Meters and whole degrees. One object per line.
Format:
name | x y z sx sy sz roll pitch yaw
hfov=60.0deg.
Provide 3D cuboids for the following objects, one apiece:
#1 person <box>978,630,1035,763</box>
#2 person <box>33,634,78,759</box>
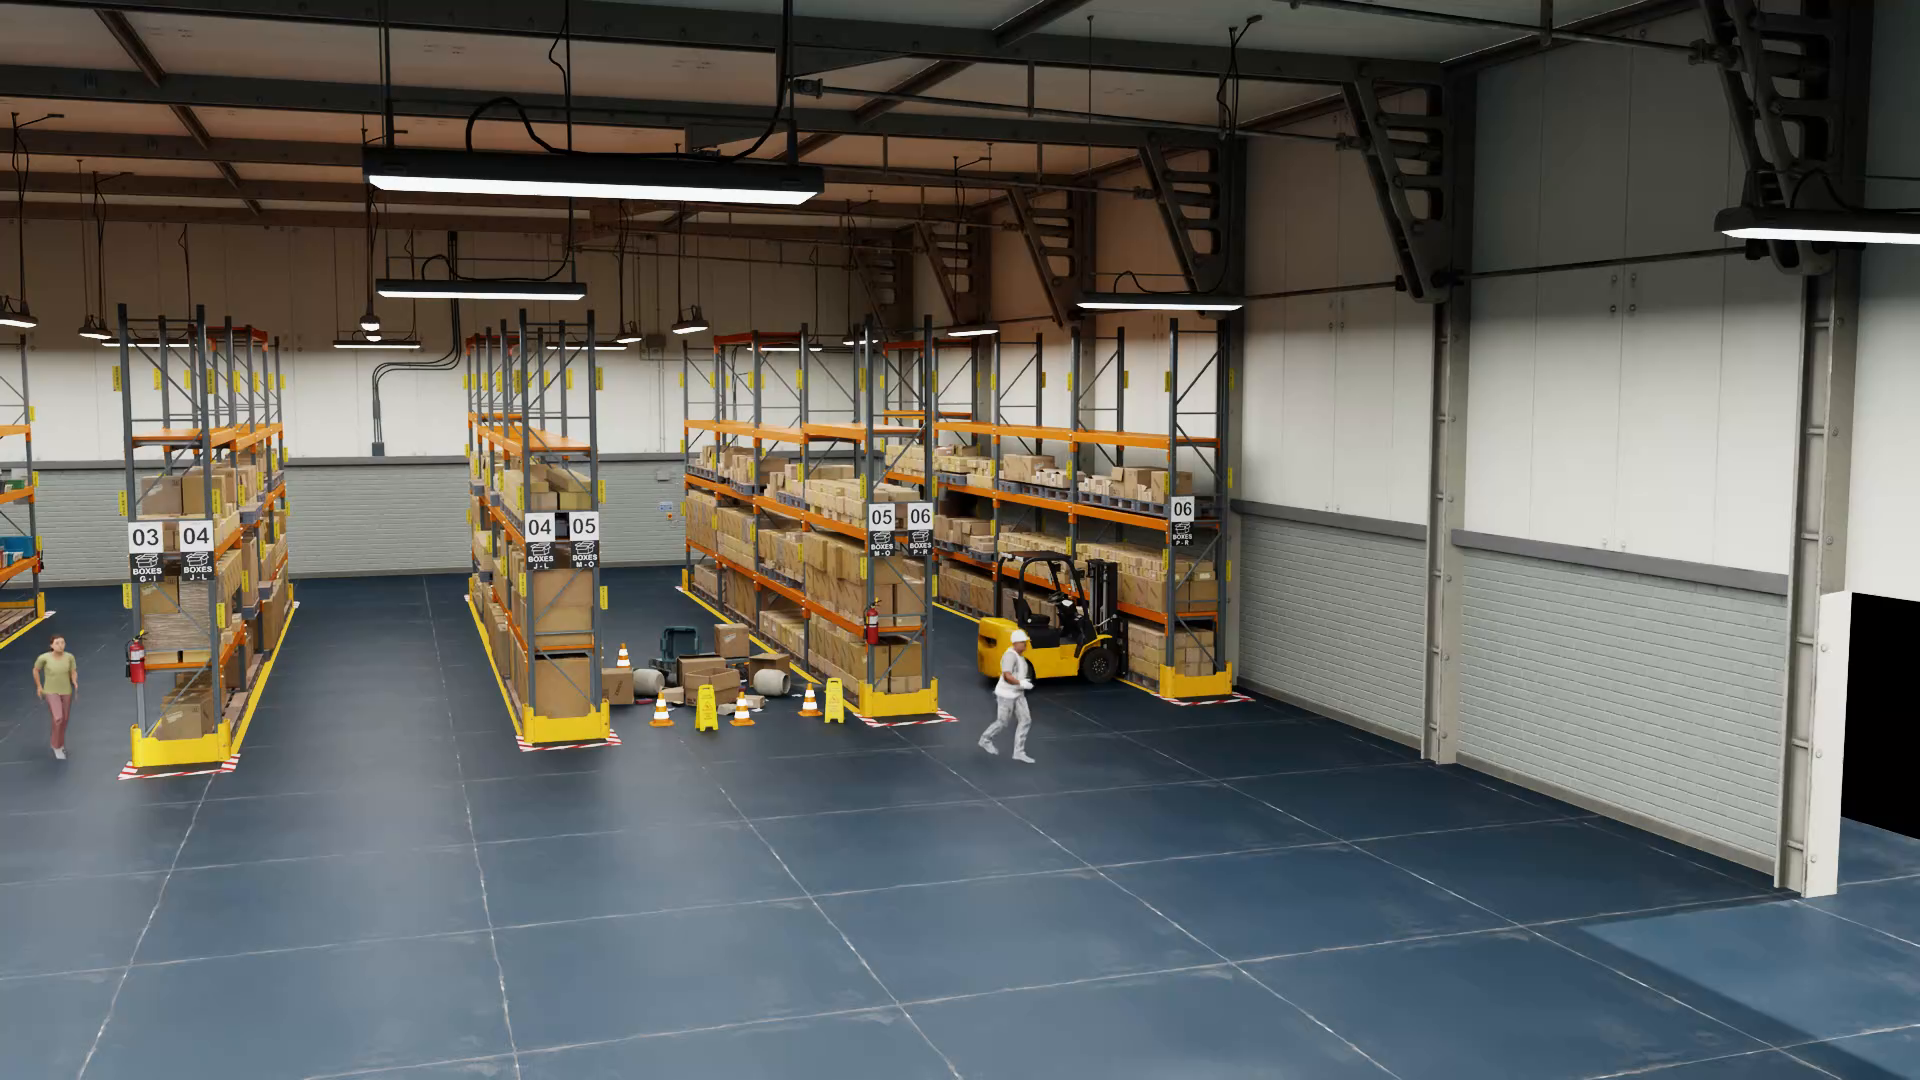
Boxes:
person | 0.583 2.047 21.918 0.851 1.761 0.637 3 6 28
person | -12.058 2.085 22.229 0.771 1.688 0.484 5 7 42
